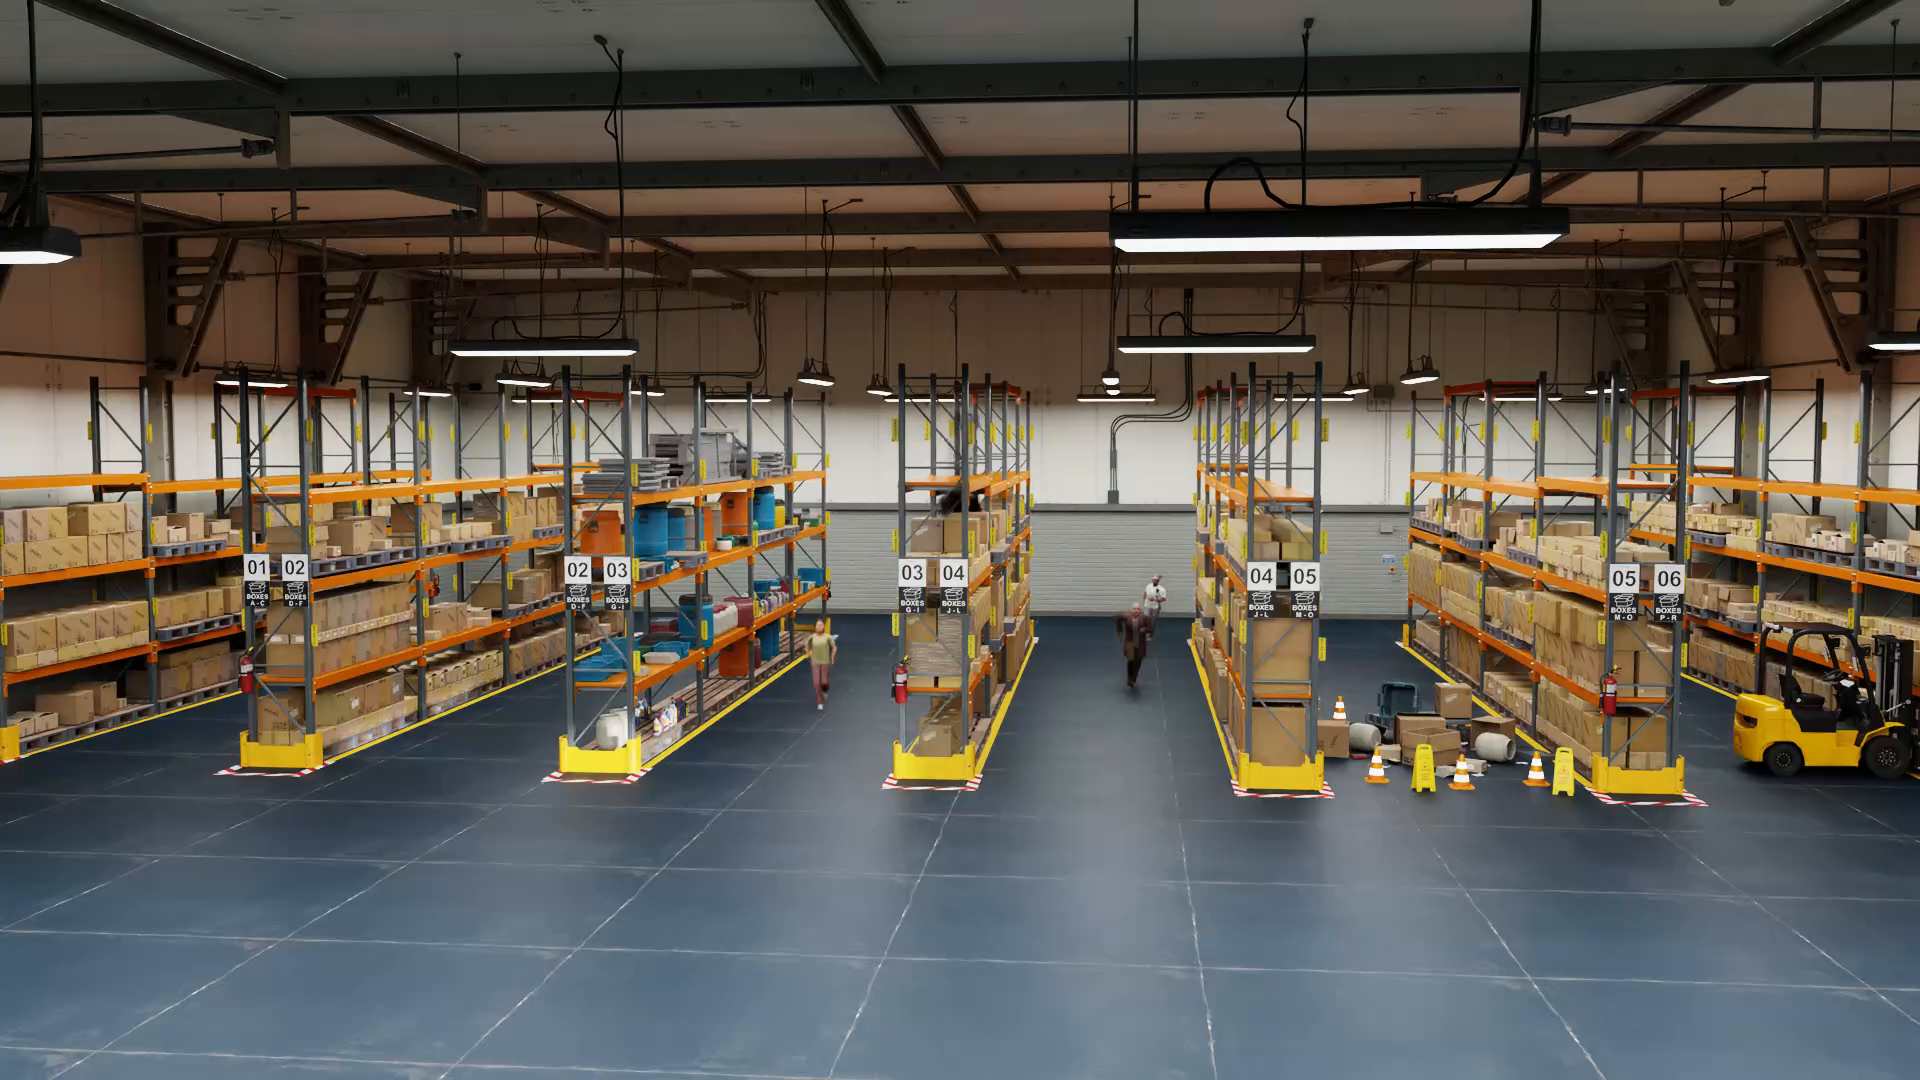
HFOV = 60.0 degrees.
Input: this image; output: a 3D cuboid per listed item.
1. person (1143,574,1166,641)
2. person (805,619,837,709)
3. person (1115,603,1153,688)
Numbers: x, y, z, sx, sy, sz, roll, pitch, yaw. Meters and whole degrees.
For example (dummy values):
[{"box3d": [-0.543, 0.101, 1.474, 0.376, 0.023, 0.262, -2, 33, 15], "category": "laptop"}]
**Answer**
[{"box3d": [4.601, 1.655, 39.458, 0.610, 1.743, 0.749, 1, 4, 18], "category": "person"}, {"box3d": [-2.543, 2.254, 30.301, 0.581, 1.630, 0.566, 0, 4, -1], "category": "person"}, {"box3d": [3.391, 2.060, 32.378, 0.691, 1.704, 0.915, 0, 4, -1], "category": "person"}]
